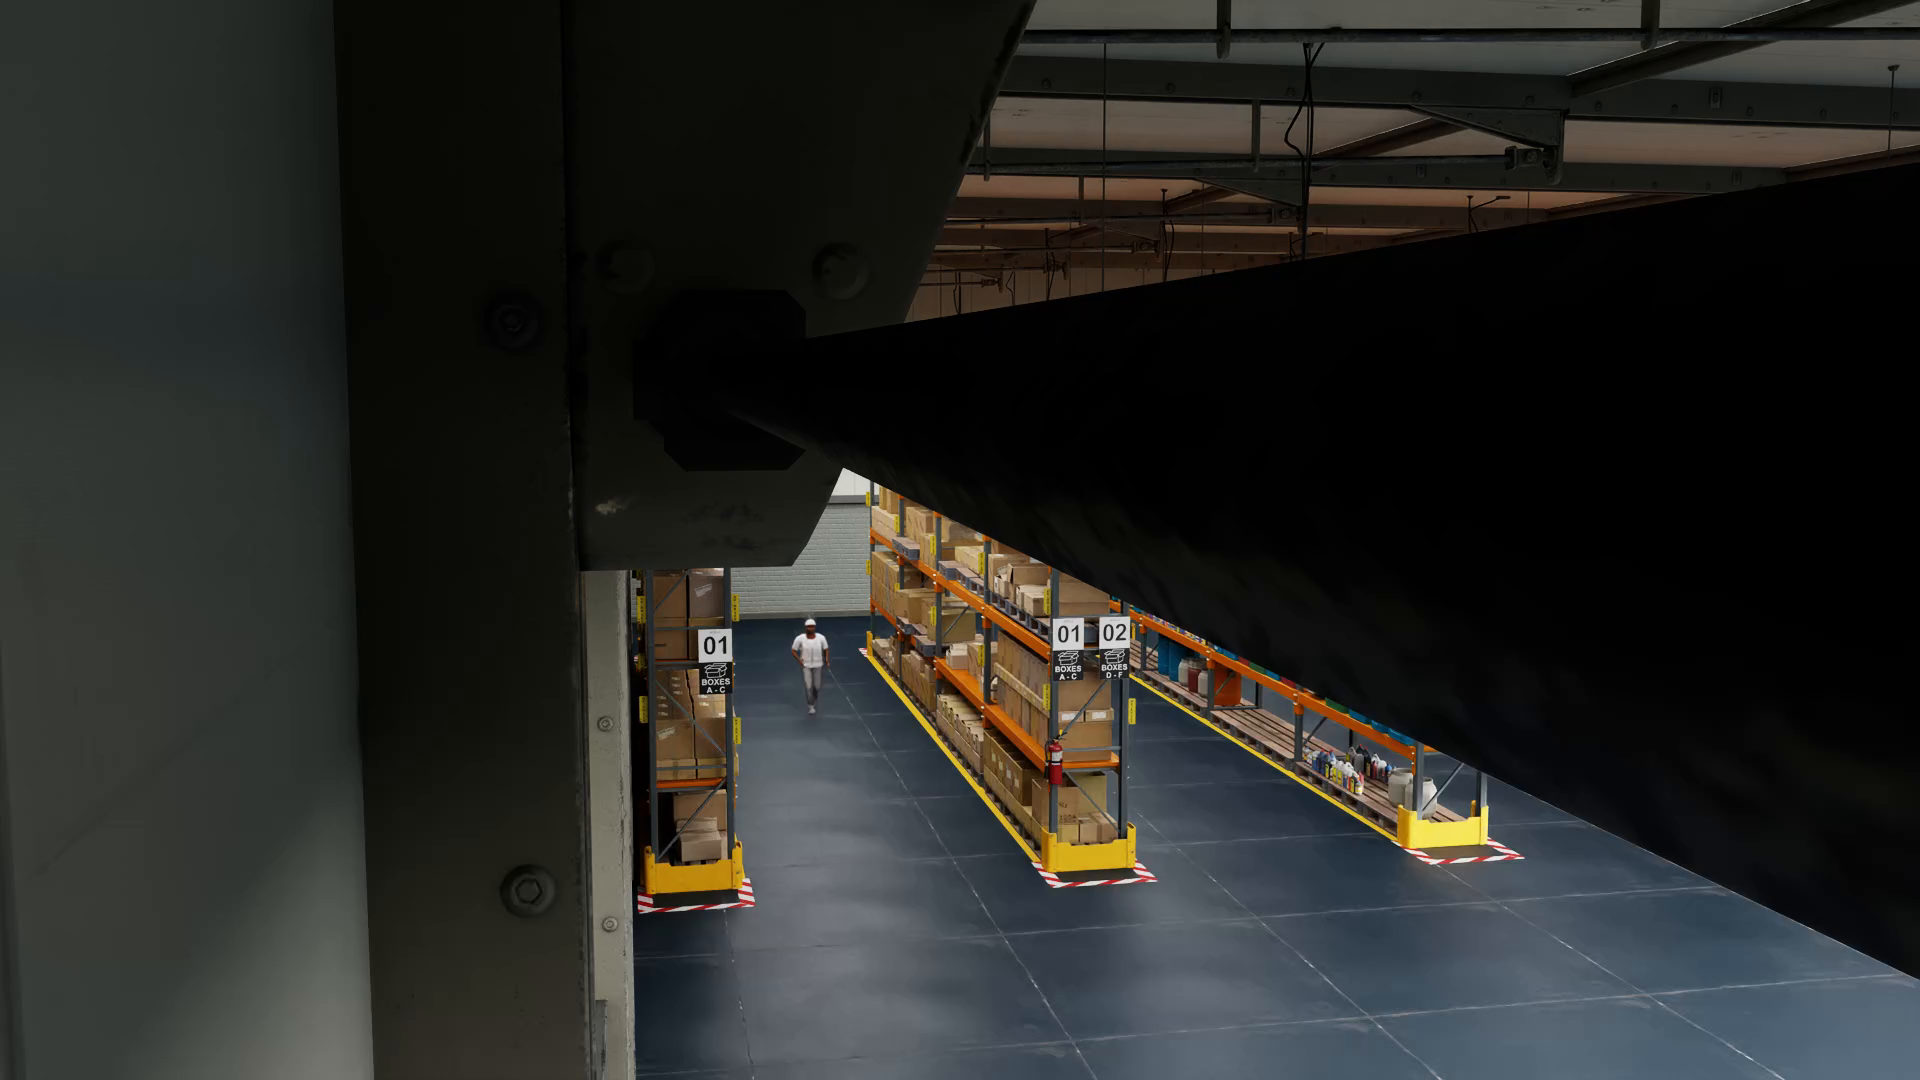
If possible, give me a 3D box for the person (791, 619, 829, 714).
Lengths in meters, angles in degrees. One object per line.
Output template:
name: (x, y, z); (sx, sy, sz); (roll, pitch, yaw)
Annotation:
person: (-2.744, 2.300, 30.504); (0.702, 1.726, 0.598); (-1, 6, -13)
